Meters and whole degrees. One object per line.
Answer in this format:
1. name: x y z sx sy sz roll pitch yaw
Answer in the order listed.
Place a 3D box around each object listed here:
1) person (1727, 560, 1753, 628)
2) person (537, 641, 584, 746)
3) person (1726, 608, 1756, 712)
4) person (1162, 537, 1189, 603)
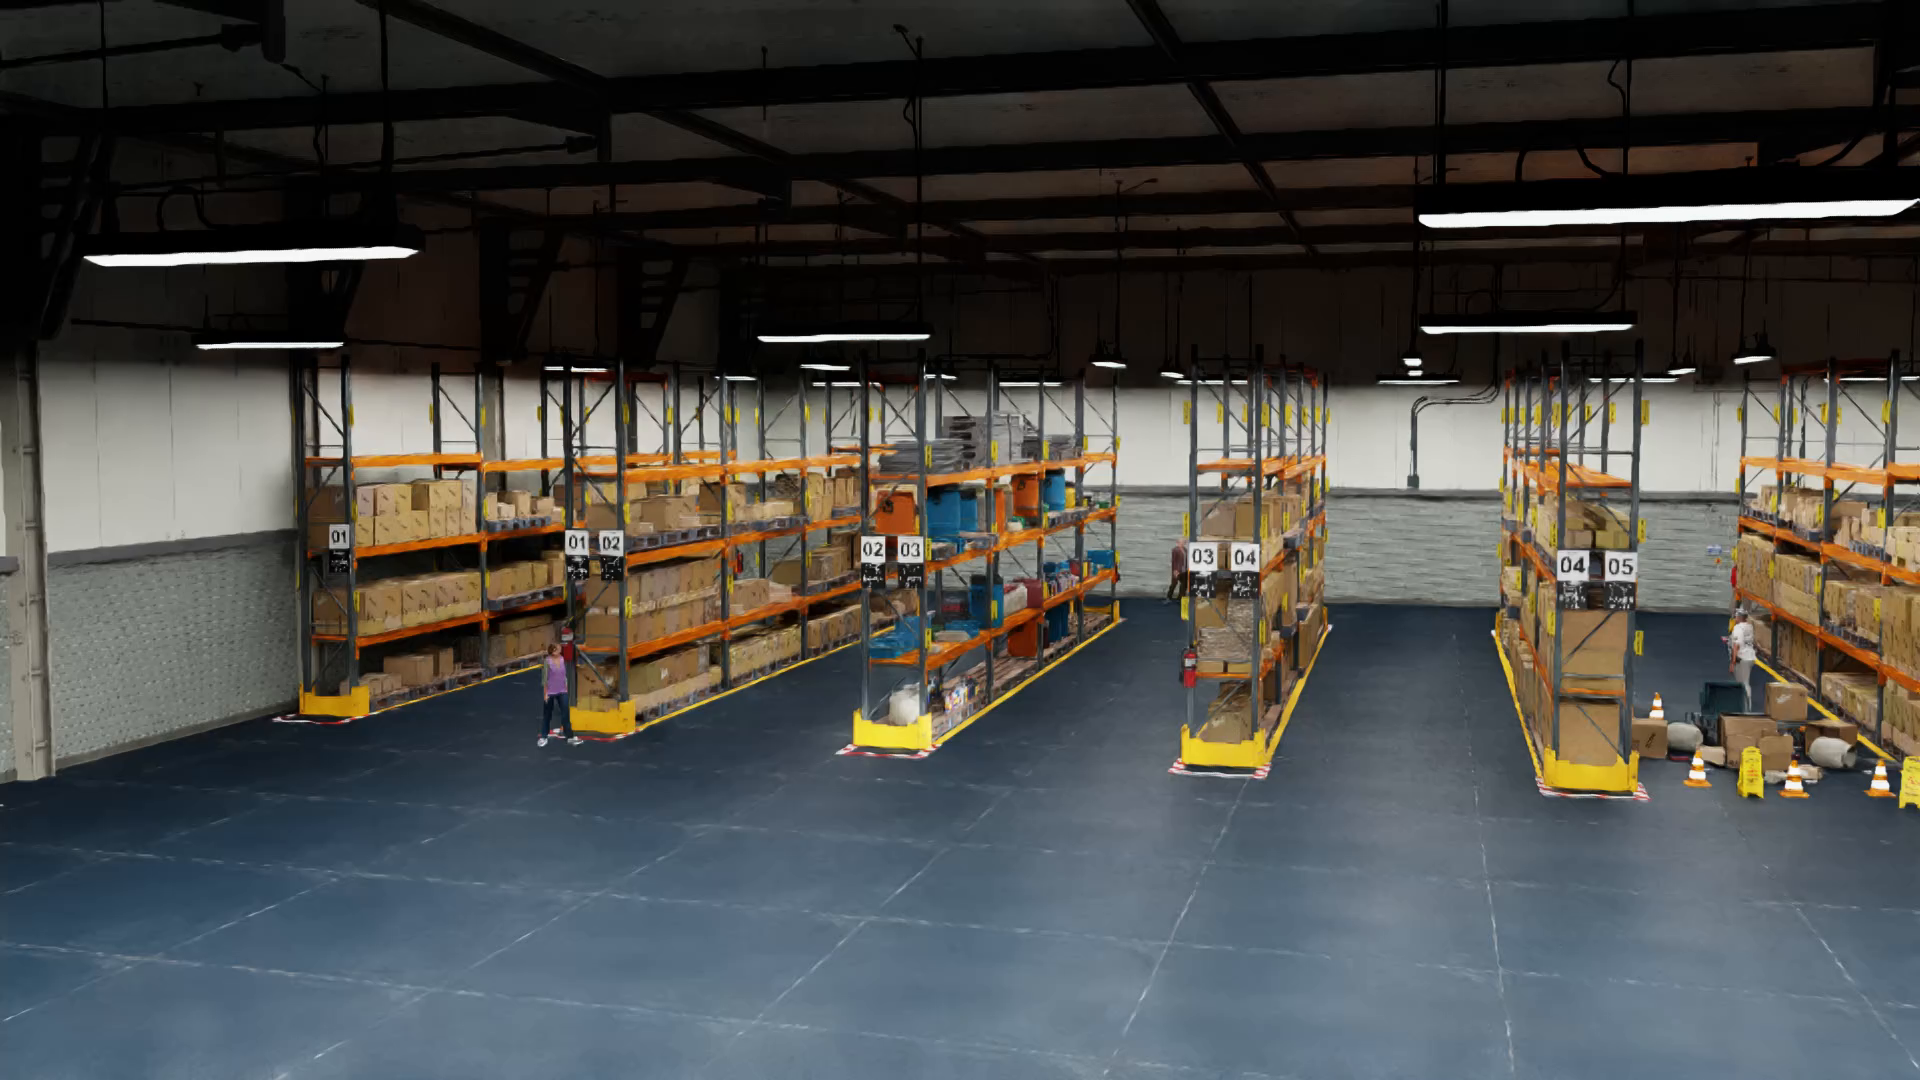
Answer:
1. person: 18.347 1.226 39.008 0.605 1.714 0.579 -2 5 -28
2. person: -6.089 2.309 25.149 0.615 1.588 0.498 -4 6 -42
3. person: 13.058 2.028 27.888 0.586 1.740 0.653 4 6 43
4. person: 5.741 0.855 44.136 0.761 1.685 0.508 -3 5 -31
